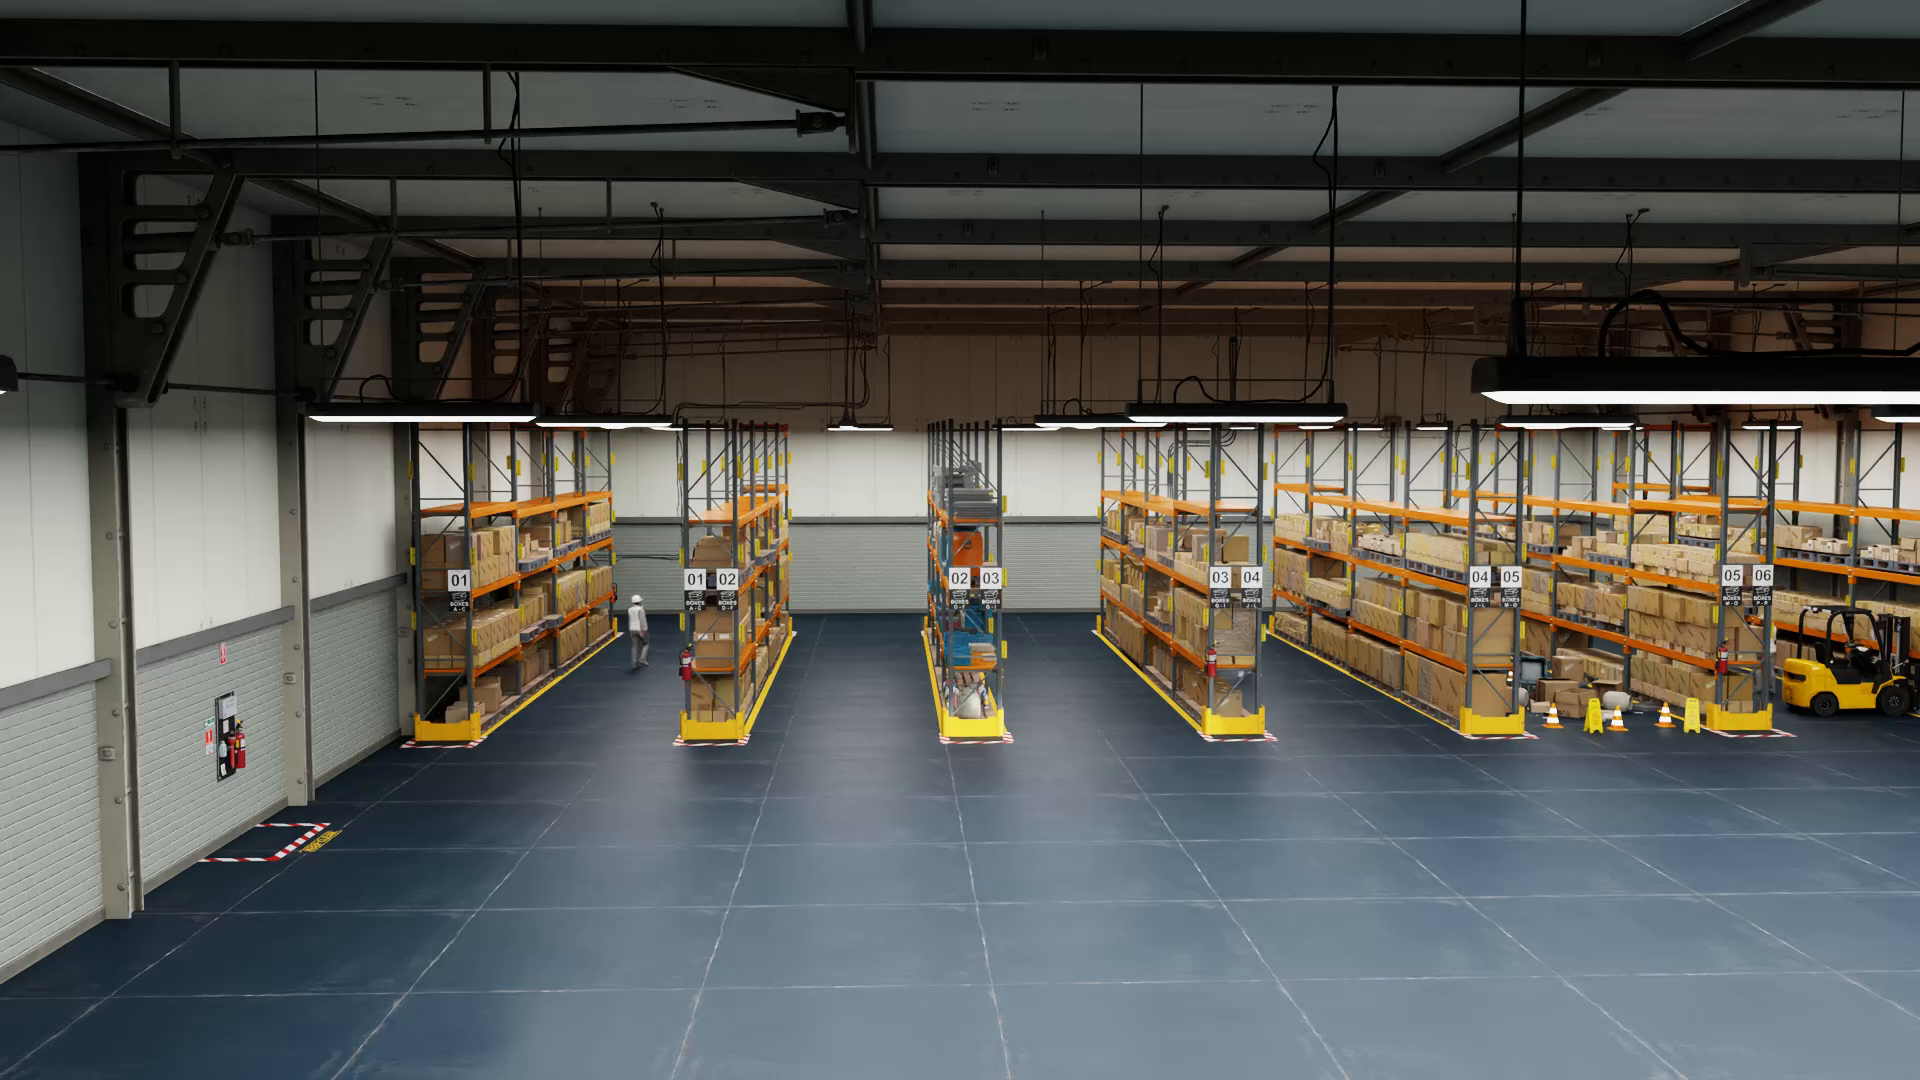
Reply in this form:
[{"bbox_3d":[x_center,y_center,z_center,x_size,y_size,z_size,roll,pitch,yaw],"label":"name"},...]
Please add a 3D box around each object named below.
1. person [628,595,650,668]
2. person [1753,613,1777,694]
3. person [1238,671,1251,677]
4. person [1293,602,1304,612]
[{"bbox_3d":[-7.896,2.228,40.670,0.544,1.765,0.542,1,4,13],"label":"person"},{"bbox_3d":[17.795,2.522,36.628,0.545,1.808,0.602,-1,4,-11],"label":"person"},{"bbox_3d":[6.655,2.335,39.338,0.641,1.757,0.698,1,4,13],"label":"person"},{"bbox_3d":[10.416,1.621,50.718,0.496,1.674,0.453,-4,5,-45],"label":"person"}]
